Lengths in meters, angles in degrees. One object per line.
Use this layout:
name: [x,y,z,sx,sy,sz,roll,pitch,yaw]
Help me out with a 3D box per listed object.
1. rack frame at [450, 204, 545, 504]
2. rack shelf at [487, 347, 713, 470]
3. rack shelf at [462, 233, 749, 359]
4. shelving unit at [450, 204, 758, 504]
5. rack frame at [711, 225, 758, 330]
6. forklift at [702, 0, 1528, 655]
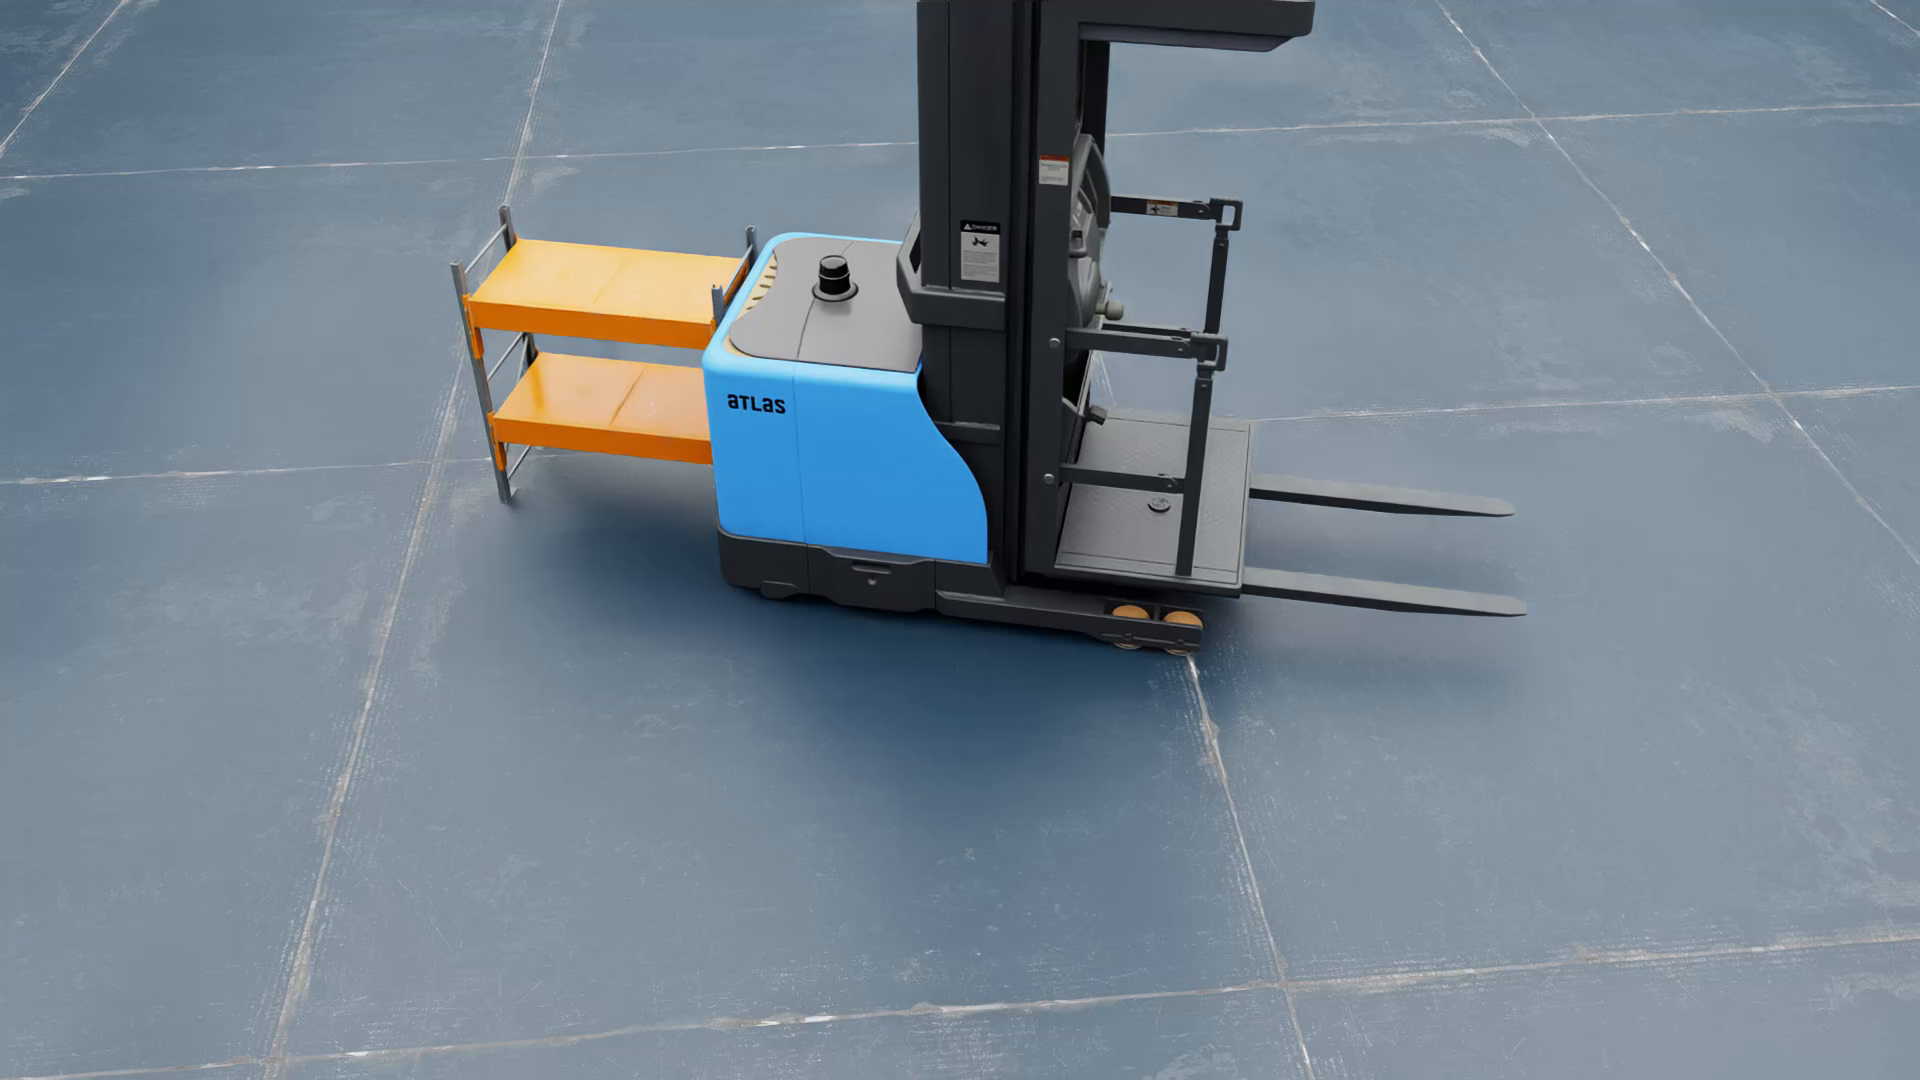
rack frame: [-1.857,-0.746,6.787,0.032,1.125,0.500,6,39,8]
rack shelf: [-1.357,-0.497,6.867,1.000,0.278,0.538,6,39,8]
rack shelf: [-1.357,-0.919,6.534,1.000,0.278,0.538,6,39,8]
shelving unit: [-1.357,-0.689,6.715,1.048,1.125,0.538,6,39,8]
rack frame: [-0.857,-0.633,6.644,0.032,1.125,0.500,6,39,8]
forklift: [0.637,-1.079,5.751,3.031,2.935,1.130,6,39,8]
